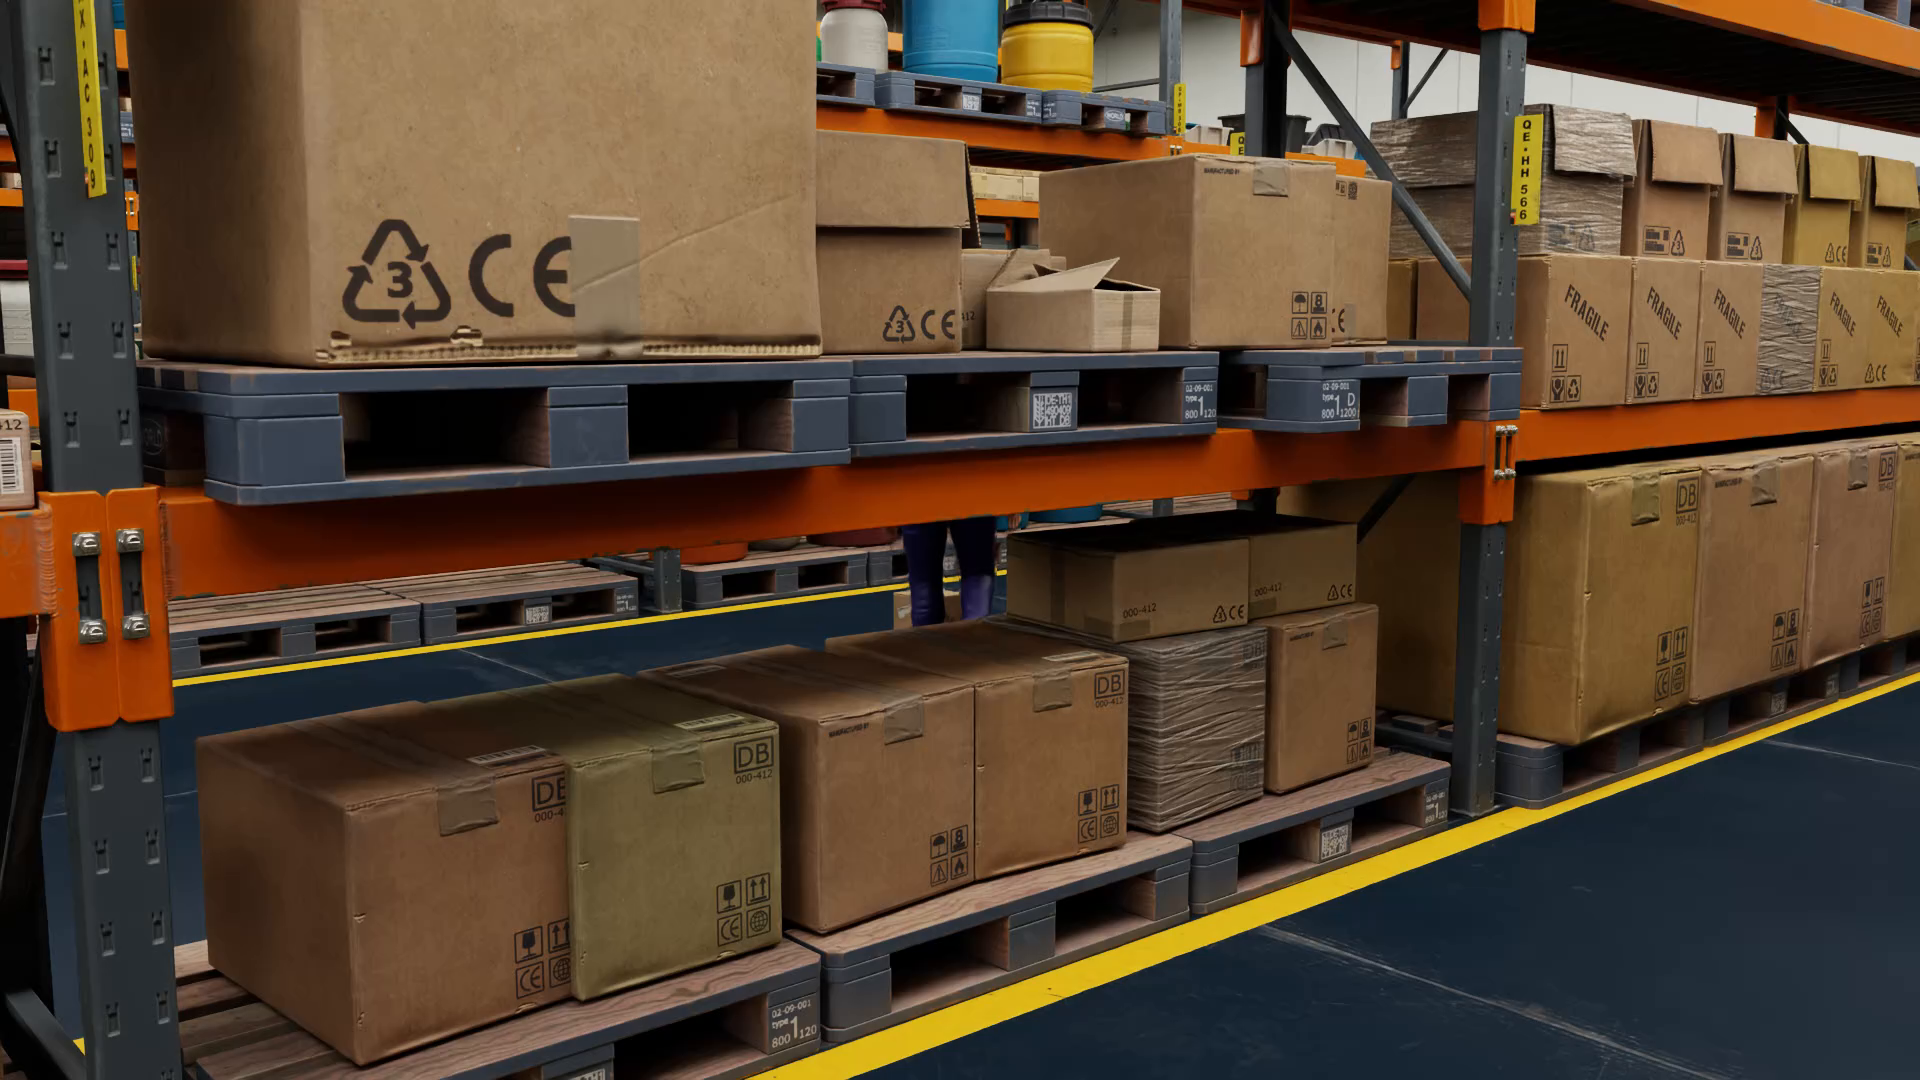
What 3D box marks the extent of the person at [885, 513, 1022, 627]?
[{"bbox_3d":[-0.018,-0.155,6.914,0.565,1.626,0.534,-1,8,-10],"label":"person"}]
